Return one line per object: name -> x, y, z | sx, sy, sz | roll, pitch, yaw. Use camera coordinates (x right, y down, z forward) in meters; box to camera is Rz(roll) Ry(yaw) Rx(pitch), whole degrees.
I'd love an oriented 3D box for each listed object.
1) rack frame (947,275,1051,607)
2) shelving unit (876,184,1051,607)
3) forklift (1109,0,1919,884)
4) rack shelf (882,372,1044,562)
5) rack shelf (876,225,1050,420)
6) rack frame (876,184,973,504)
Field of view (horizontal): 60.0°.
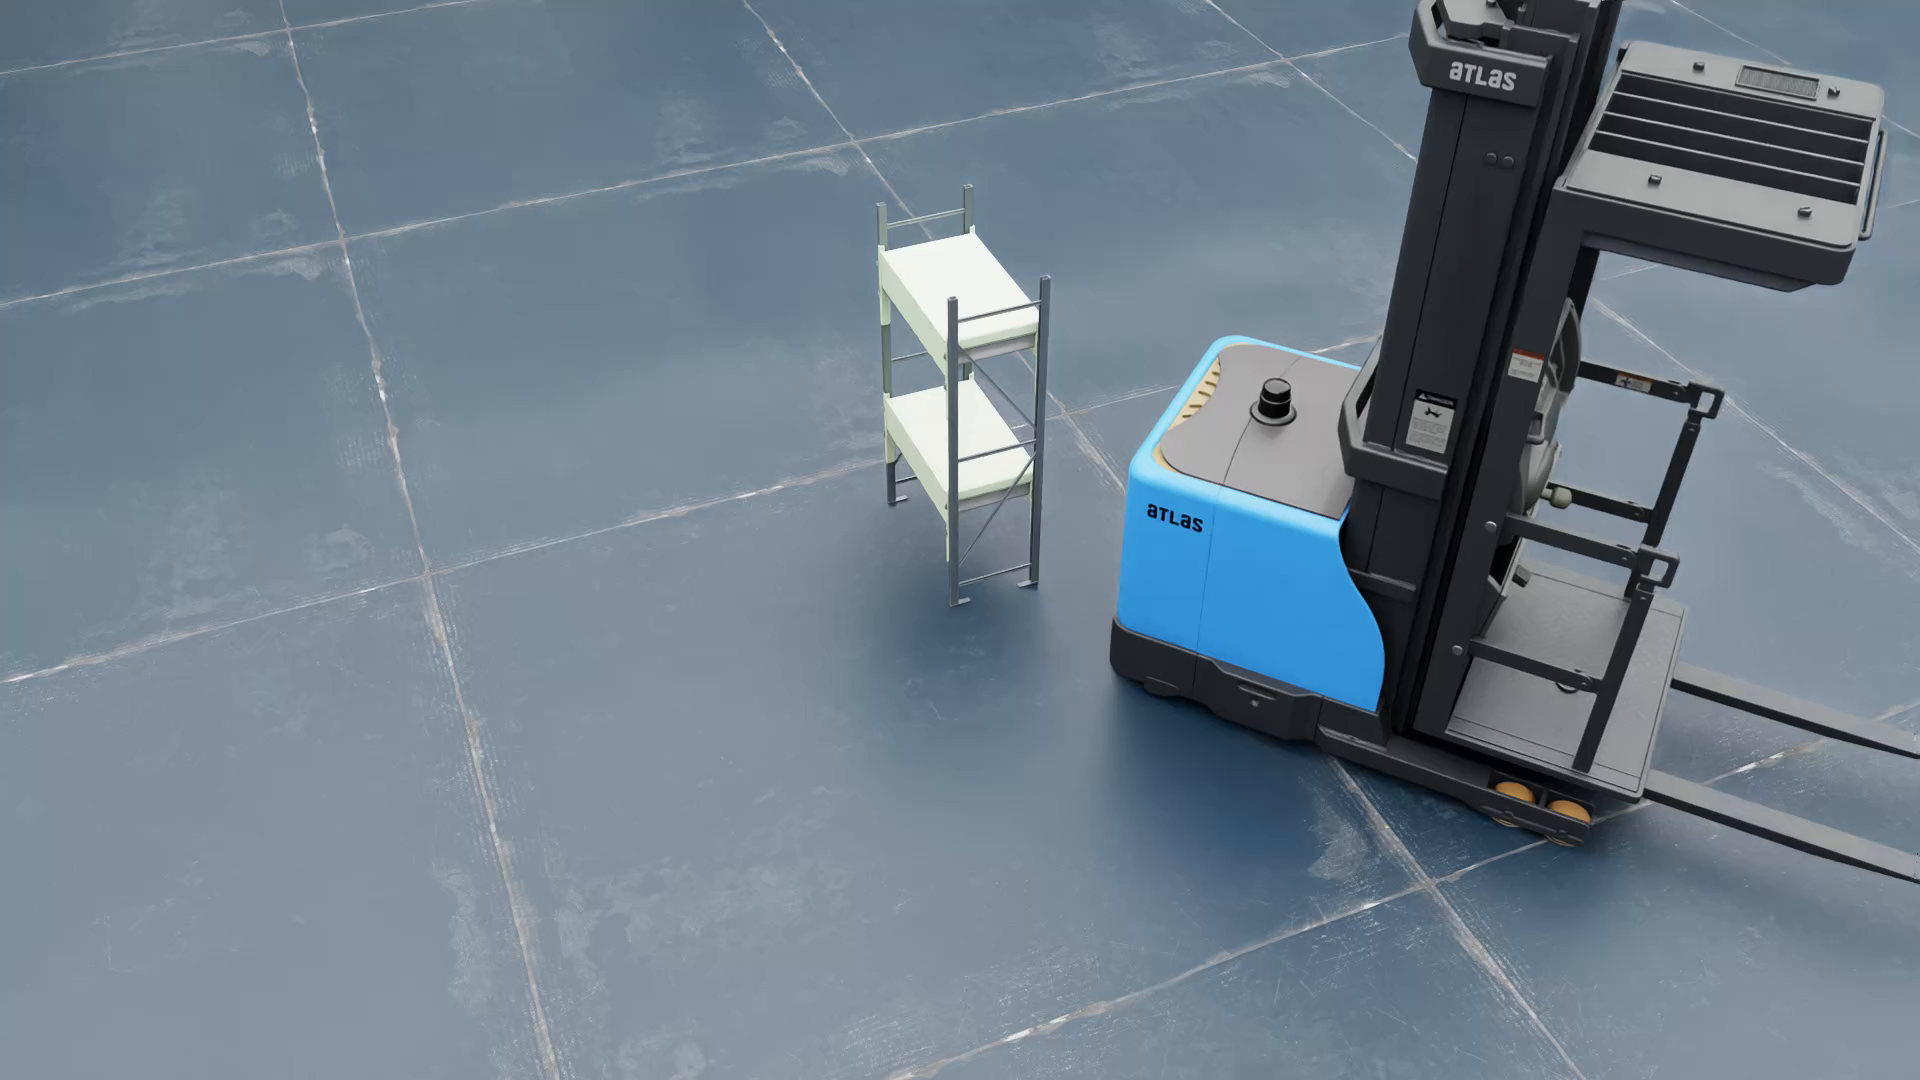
rack frame -> 0.143, -0.344, 6.500 | 0.400, 1.500, 0.023 | -15, 43, -17
shelving unit -> 0.003, -0.565, 6.756 | 0.431, 1.500, 0.755 | -15, 43, -17
forklift -> 2.144, -0.412, 5.481 | 3.031, 2.935, 1.130 | 18, 44, 20
rack shelf -> 0.003, -0.317, 6.969 | 0.431, 0.370, 0.720 | -15, 43, -17
rack shelf -> 0.003, -0.861, 6.502 | 0.431, 0.370, 0.720 | -15, 43, -17
rack frame -> -0.137, -0.785, 7.013 | 0.400, 1.500, 0.023 | -15, 43, -17
